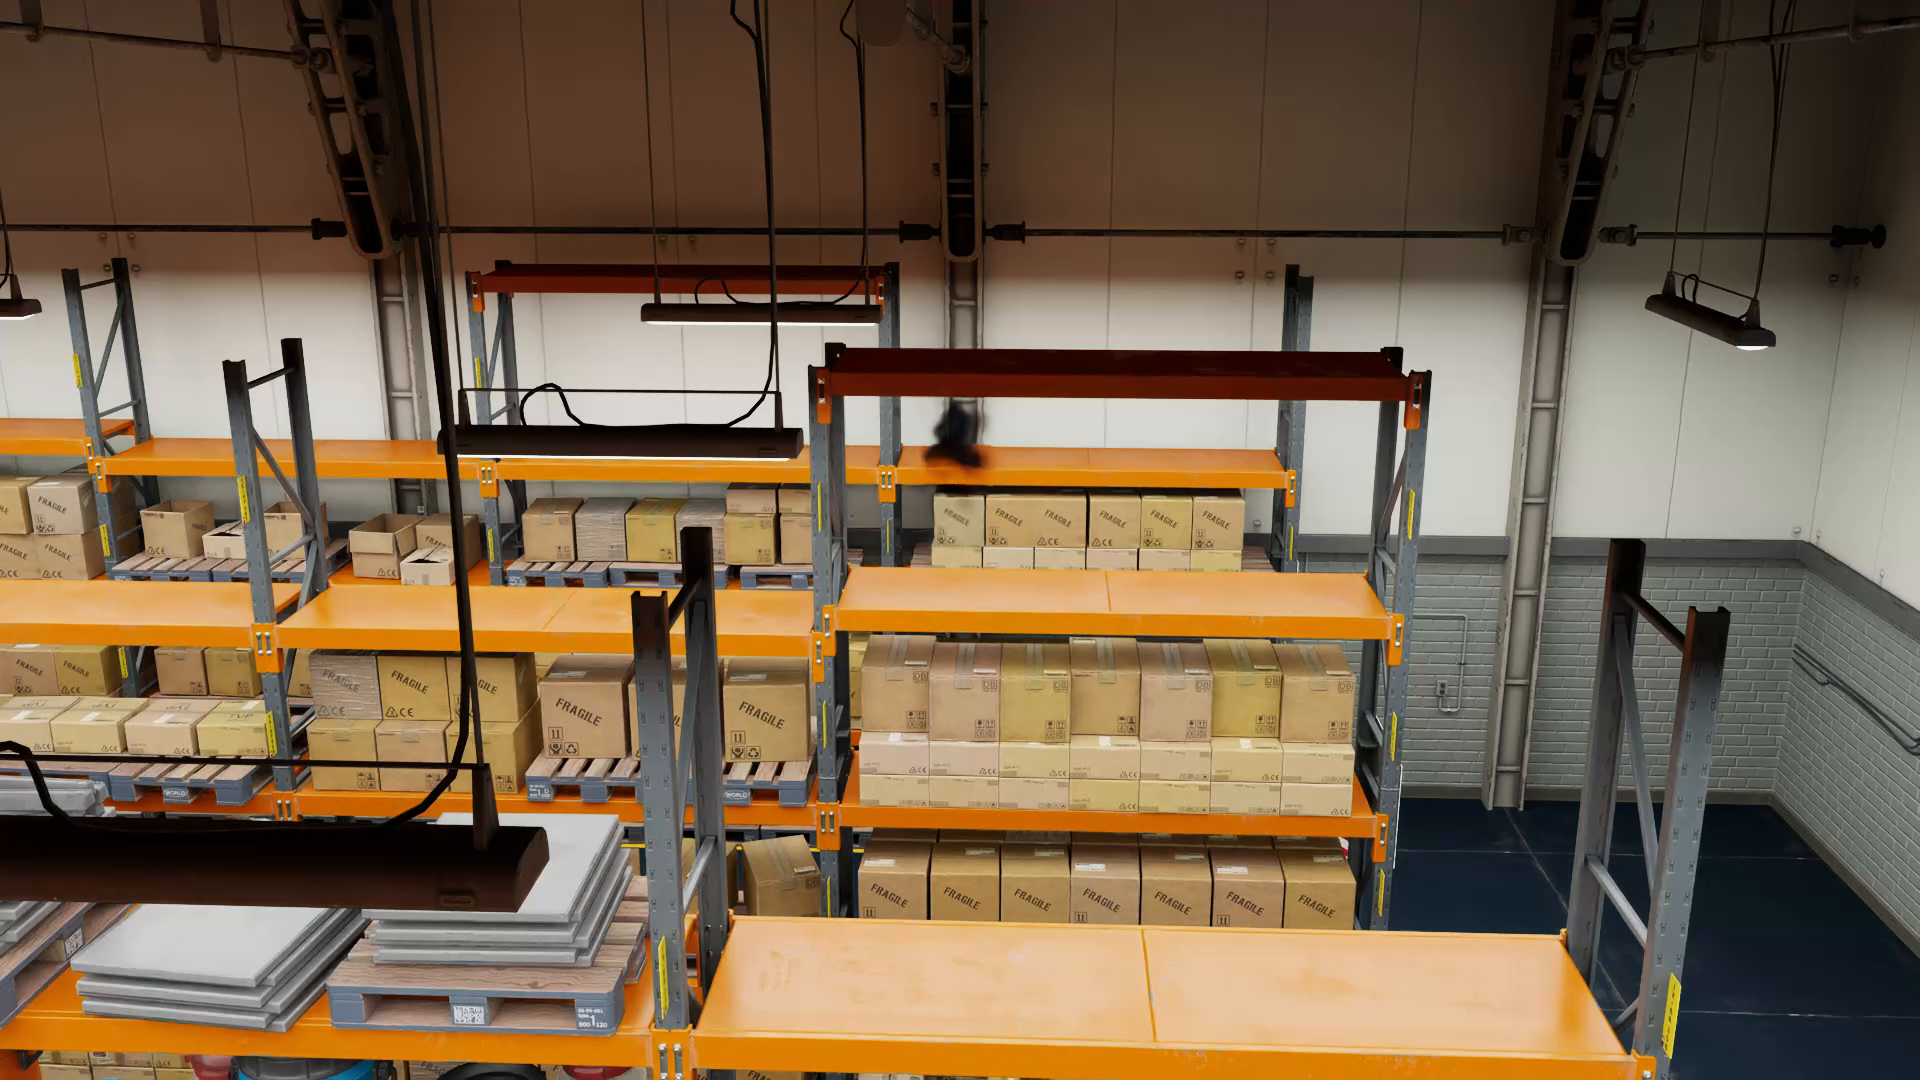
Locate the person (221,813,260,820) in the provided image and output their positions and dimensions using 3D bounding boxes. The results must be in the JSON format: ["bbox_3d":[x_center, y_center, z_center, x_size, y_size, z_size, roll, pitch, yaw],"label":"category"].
[{"bbox_3d":[-6.330,3.099,14.831,0.583,1.737,0.670,0,16,1],"label":"person"}]
